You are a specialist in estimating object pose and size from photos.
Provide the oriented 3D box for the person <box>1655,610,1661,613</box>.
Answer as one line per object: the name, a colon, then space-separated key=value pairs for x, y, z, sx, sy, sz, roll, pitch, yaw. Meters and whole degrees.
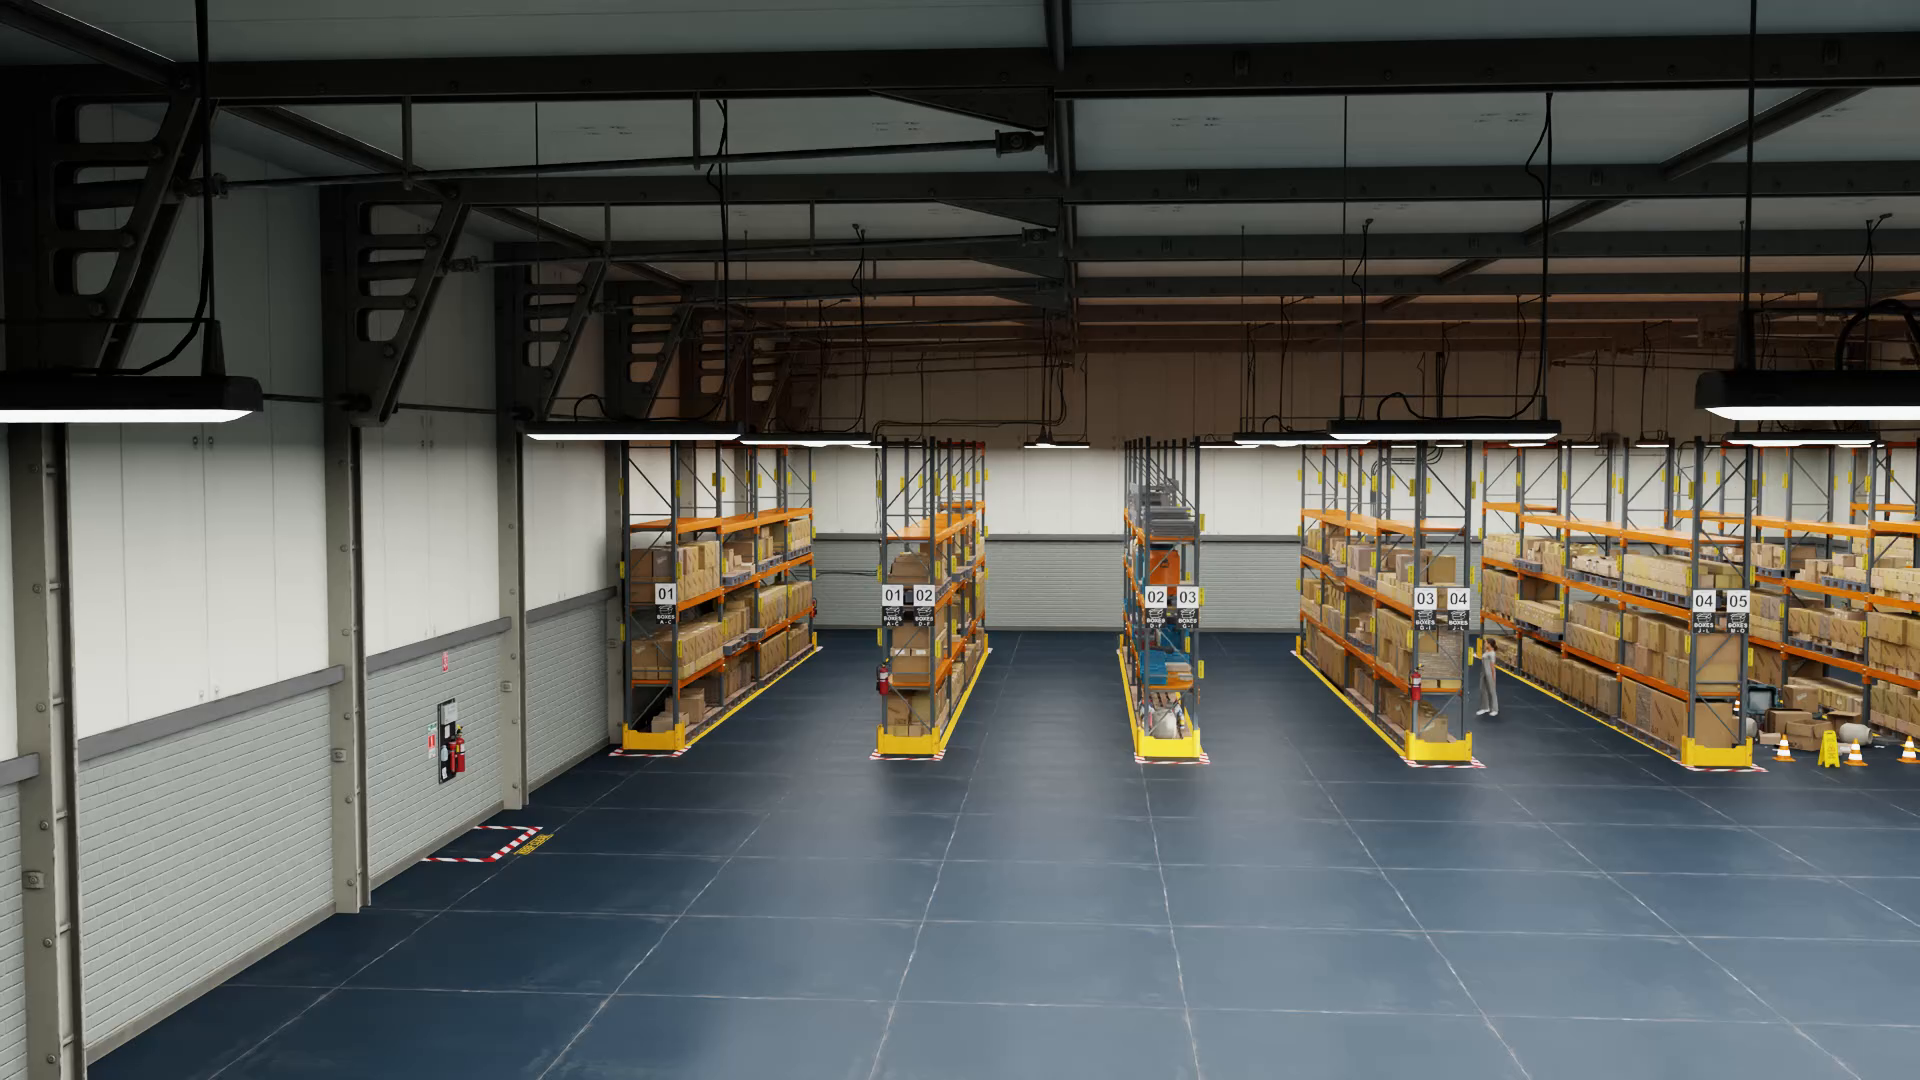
person: x=19.984 y=2.302 z=47.271 sx=0.754 sy=1.768 sz=0.575 roll=0 pitch=3 yaw=2

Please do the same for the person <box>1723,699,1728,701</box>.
person: x=17.282 y=2.895 z=37.864 sx=0.490 sy=1.579 sz=0.841 roll=0 pitch=3 yaw=-6

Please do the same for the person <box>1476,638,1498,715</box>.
person: x=11.446 y=2.960 z=36.048 sx=0.394 sy=1.708 sz=0.592 roll=0 pitch=3 yaw=-8

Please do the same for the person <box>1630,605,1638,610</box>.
person: x=17.609 y=2.557 z=43.575 sx=0.516 sy=1.701 sz=0.667 roll=-1 pitch=3 yaw=-19
